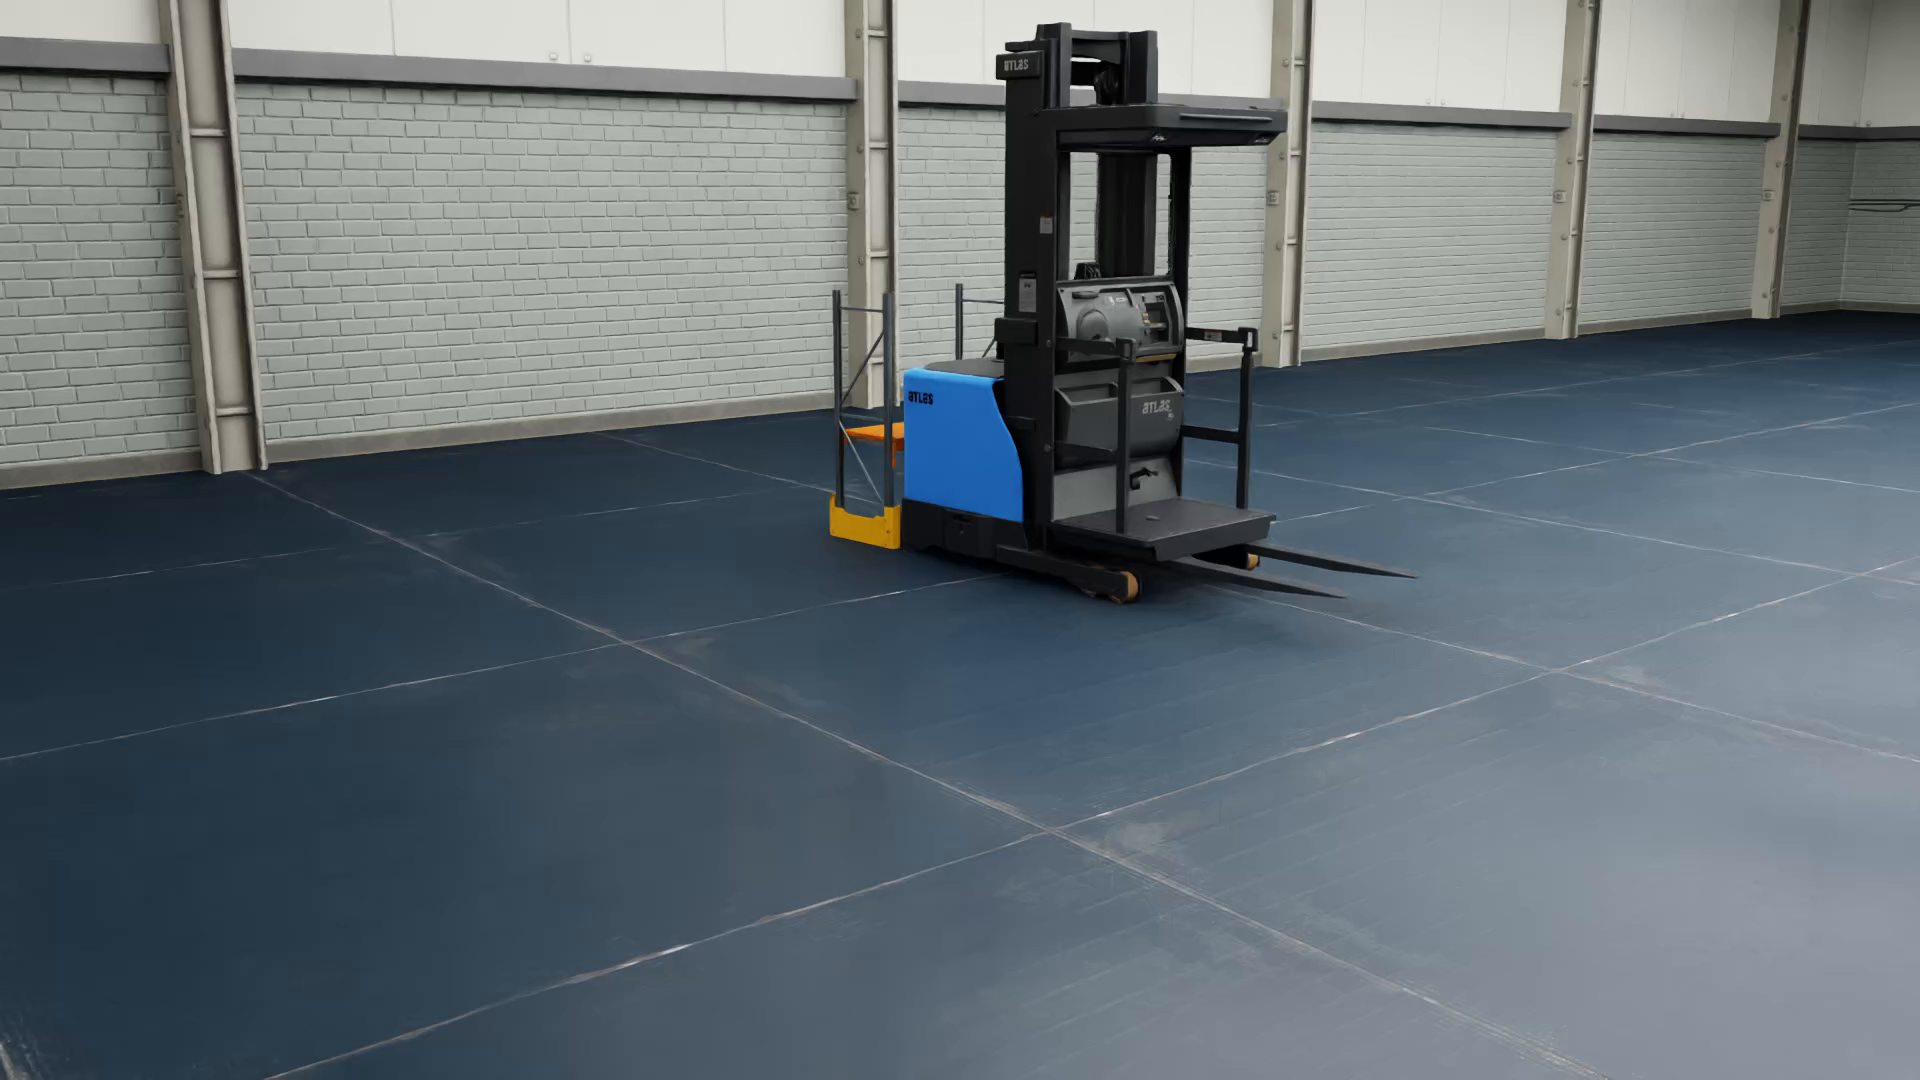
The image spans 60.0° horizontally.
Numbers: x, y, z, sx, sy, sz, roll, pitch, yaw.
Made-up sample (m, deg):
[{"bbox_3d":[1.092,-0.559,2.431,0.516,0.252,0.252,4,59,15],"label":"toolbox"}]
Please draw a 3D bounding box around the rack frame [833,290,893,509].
[{"bbox_3d":[-0.580,-0.728,9.948,0.032,1.500,0.500,-11,16,-43],"label":"rack frame"}]

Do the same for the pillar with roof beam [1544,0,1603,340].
[{"bbox_3d":[11.225,-6.578,19.441,0.400,9.000,9.100,-9,15,-38],"label":"pillar with roof beam"}]

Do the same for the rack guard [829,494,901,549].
[{"bbox_3d":[-0.579,-0.117,10.079,0.087,0.250,0.587,-11,16,-43],"label":"rack guard"}]

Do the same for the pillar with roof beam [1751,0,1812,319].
[{"bbox_3d":[15.910,-7.356,23.108,0.400,9.000,9.100,-9,15,-38],"label":"pillar with roof beam"}]

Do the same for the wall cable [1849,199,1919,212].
[{"bbox_3d":[16.347,-6.703,27.509,0.112,2.526,3.097,-9,15,-38],"label":"wall cable"}]

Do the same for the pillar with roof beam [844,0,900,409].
[{"bbox_3d":[1.855,-5.021,12.108,0.400,9.000,9.100,-9,15,-38],"label":"pillar with roof beam"}]

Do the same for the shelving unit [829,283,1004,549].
[{"bbox_3d":[-0.220,-0.800,10.287,1.083,1.500,0.587,-11,16,-43],"label":"shelving unit"}]

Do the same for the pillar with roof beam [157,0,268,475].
[{"bbox_3d":[-2.830,-4.242,8.442,0.400,9.000,9.100,-9,15,-38],"label":"pillar with roof beam"}]

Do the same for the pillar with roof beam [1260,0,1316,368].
[{"bbox_3d":[6.540,-5.799,15.775,0.400,9.000,9.100,-9,15,-38],"label":"pillar with roof beam"}]

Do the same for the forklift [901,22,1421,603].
[{"bbox_3d":[1.019,-1.227,8.852,1.130,2.935,3.031,-11,16,-41],"label":"forklift"}]

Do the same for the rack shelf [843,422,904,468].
[{"bbox_3d":[-0.214,-0.626,10.330,1.000,0.185,0.538,-11,16,-43],"label":"rack shelf"}]

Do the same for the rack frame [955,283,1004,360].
[{"bbox_3d":[0.153,-0.875,10.638,0.032,1.500,0.500,-11,16,-43],"label":"rack frame"}]
